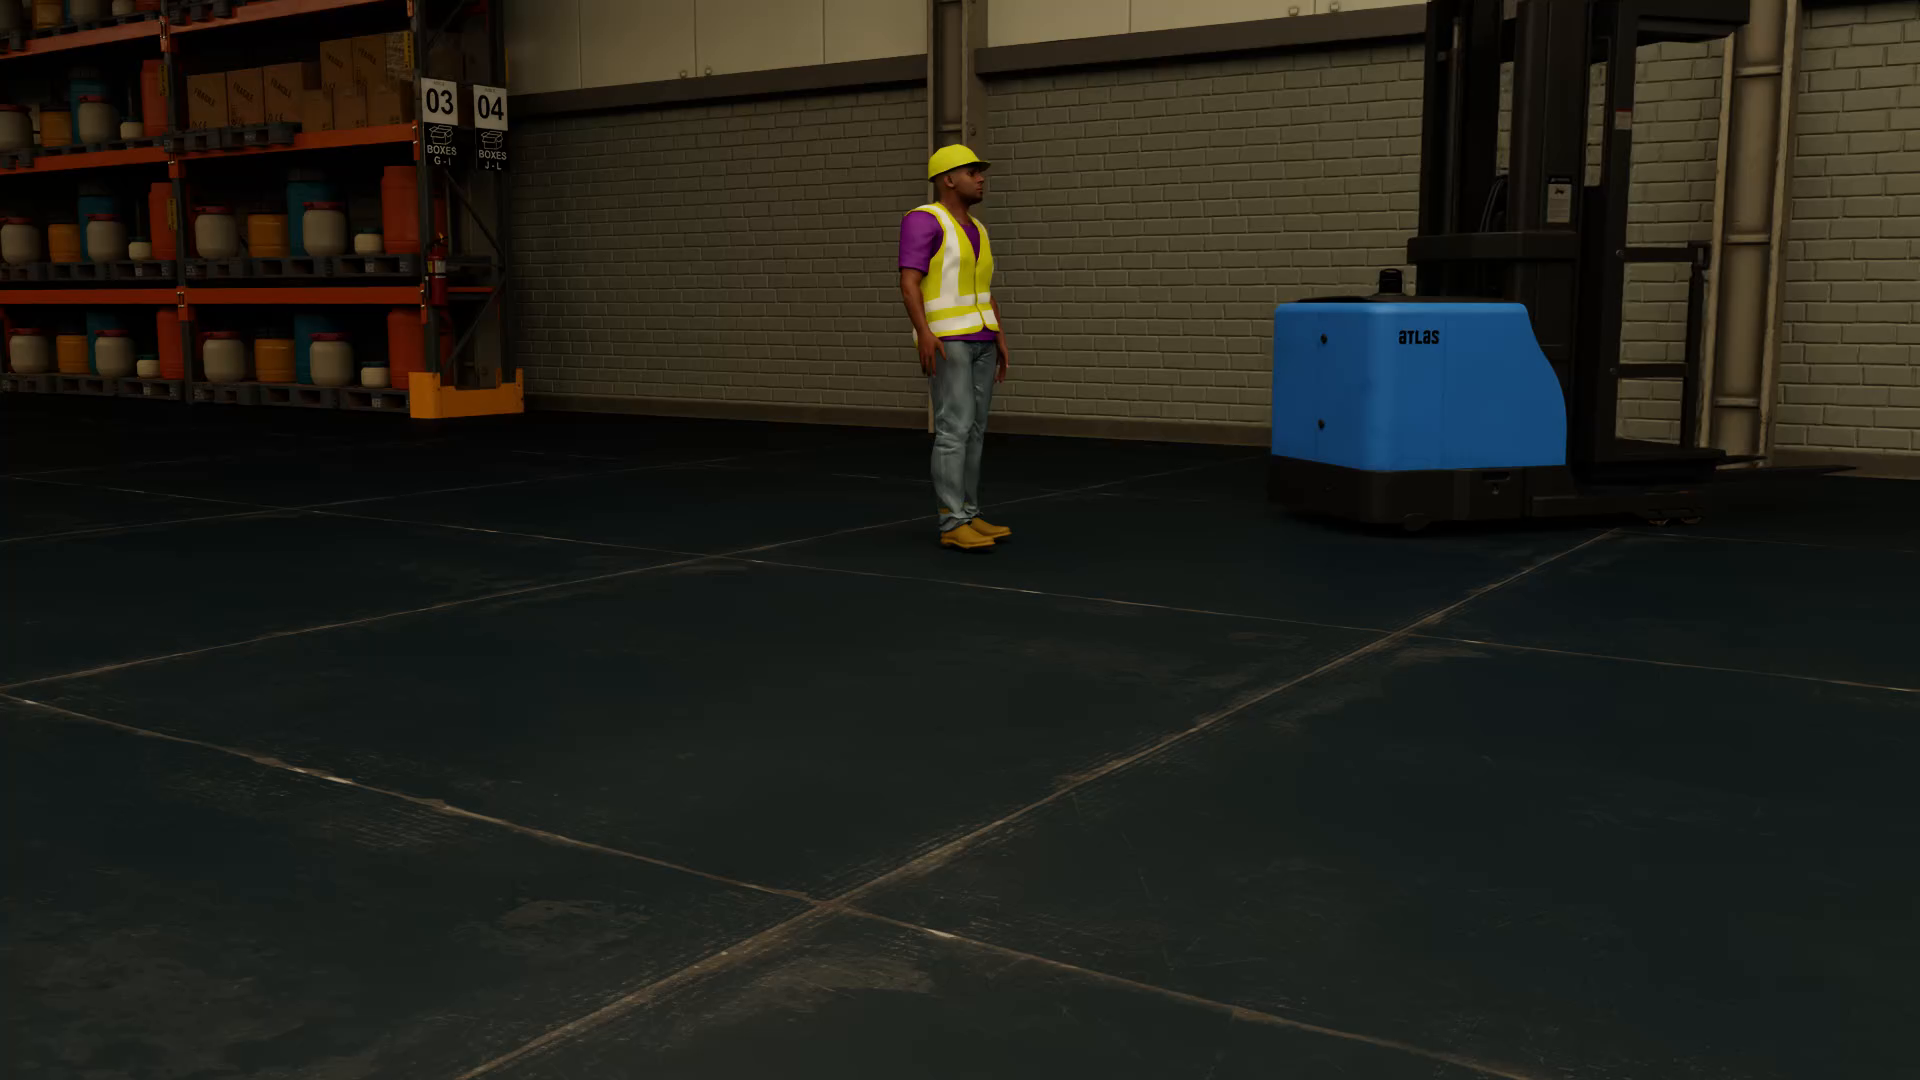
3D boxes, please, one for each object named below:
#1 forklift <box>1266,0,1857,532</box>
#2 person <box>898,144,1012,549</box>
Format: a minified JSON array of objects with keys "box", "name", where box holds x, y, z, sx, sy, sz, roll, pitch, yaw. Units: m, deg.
[{"box":[3.143,-1.587,8.351,3.031,2.935,1.130,-3,9,-18],"name":"forklift"},{"box":[0.055,-0.874,7.435,0.575,1.766,0.666,5,10,34],"name":"person"}]
